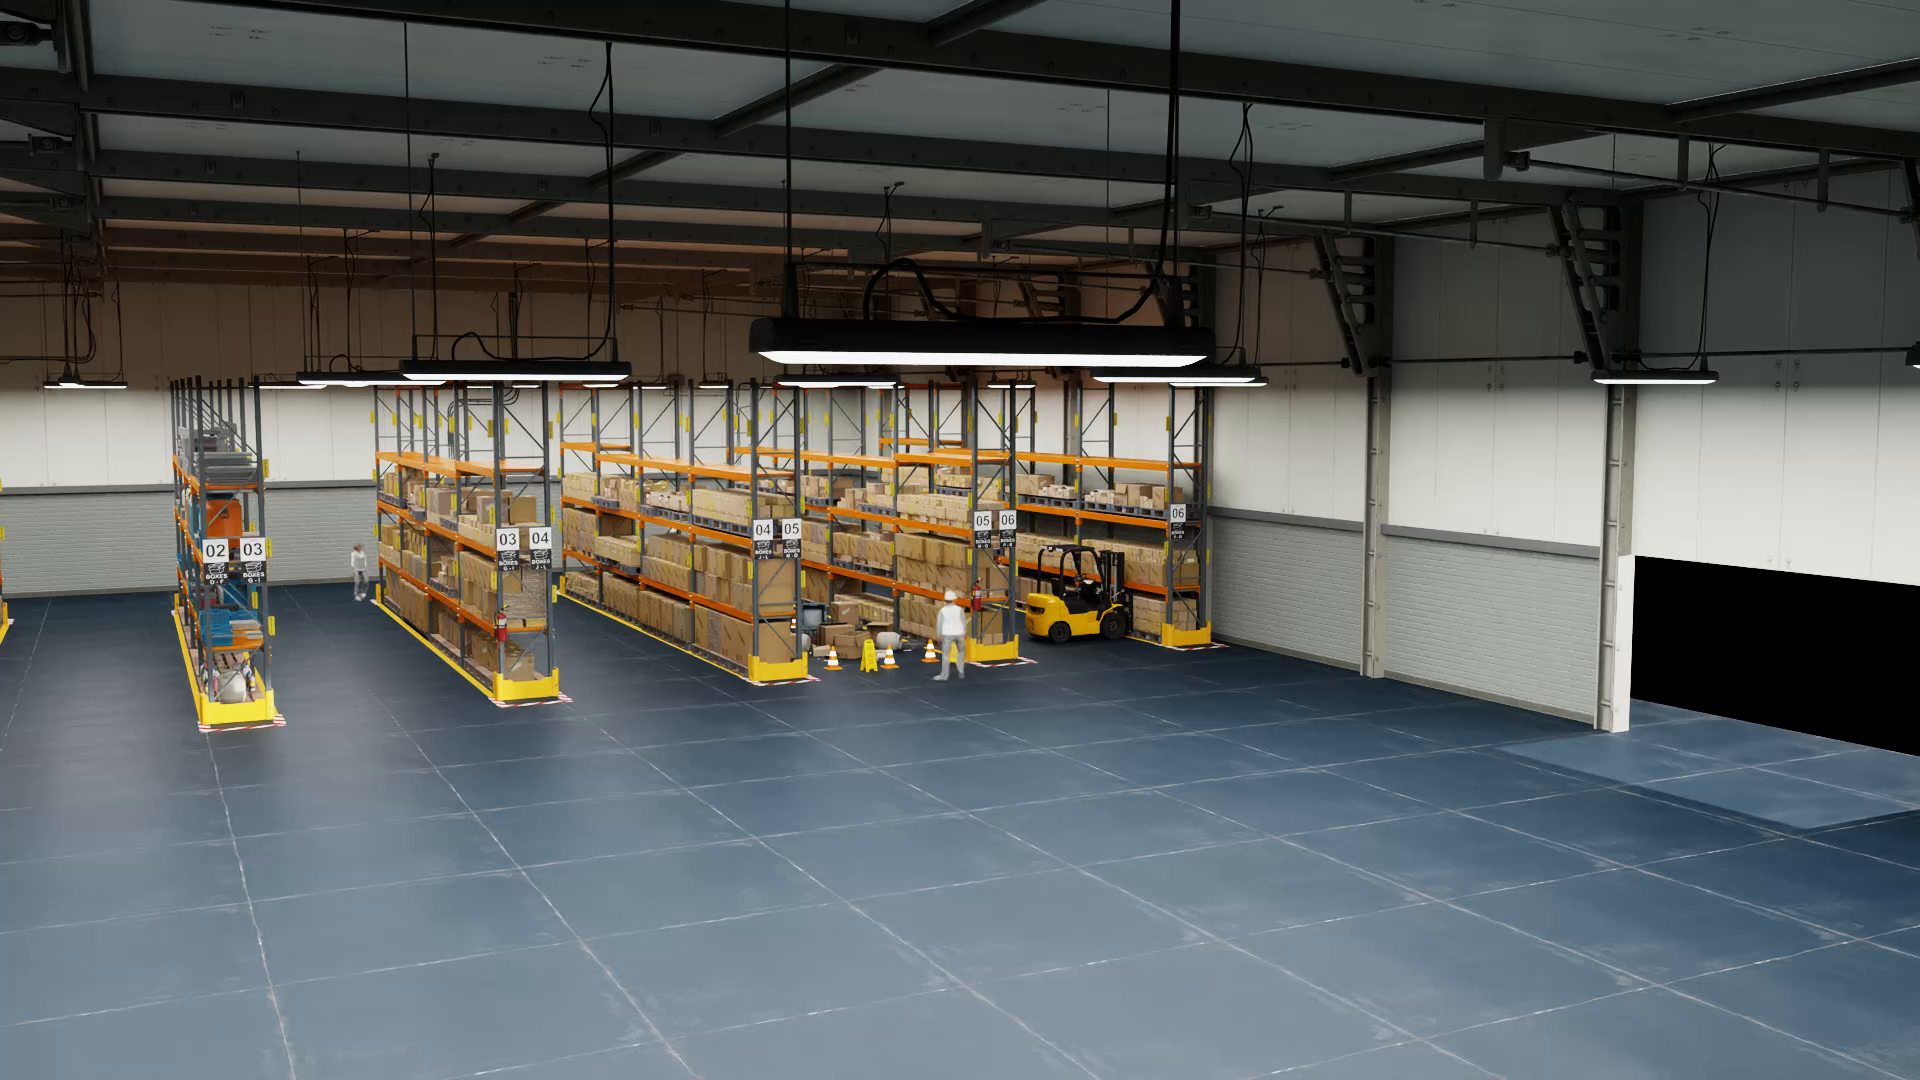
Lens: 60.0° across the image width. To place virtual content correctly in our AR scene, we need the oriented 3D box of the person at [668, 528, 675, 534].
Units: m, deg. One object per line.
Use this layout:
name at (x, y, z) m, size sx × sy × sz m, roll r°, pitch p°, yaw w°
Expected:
person at (-8.500, 0.488, 48.785) m, size 0.611 × 1.788 × 0.408 m, roll 1°, pitch 5°, yaw 7°

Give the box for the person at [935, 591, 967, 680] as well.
person at (-0.158, 1.896, 33.005) m, size 0.627 × 1.775 × 0.419 m, roll -1°, pitch 5°, yaw -13°

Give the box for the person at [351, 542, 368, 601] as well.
person at (-16.581, 0.915, 45.930) m, size 0.445 × 1.472 × 0.457 m, roll 5°, pitch 7°, yaw 41°
